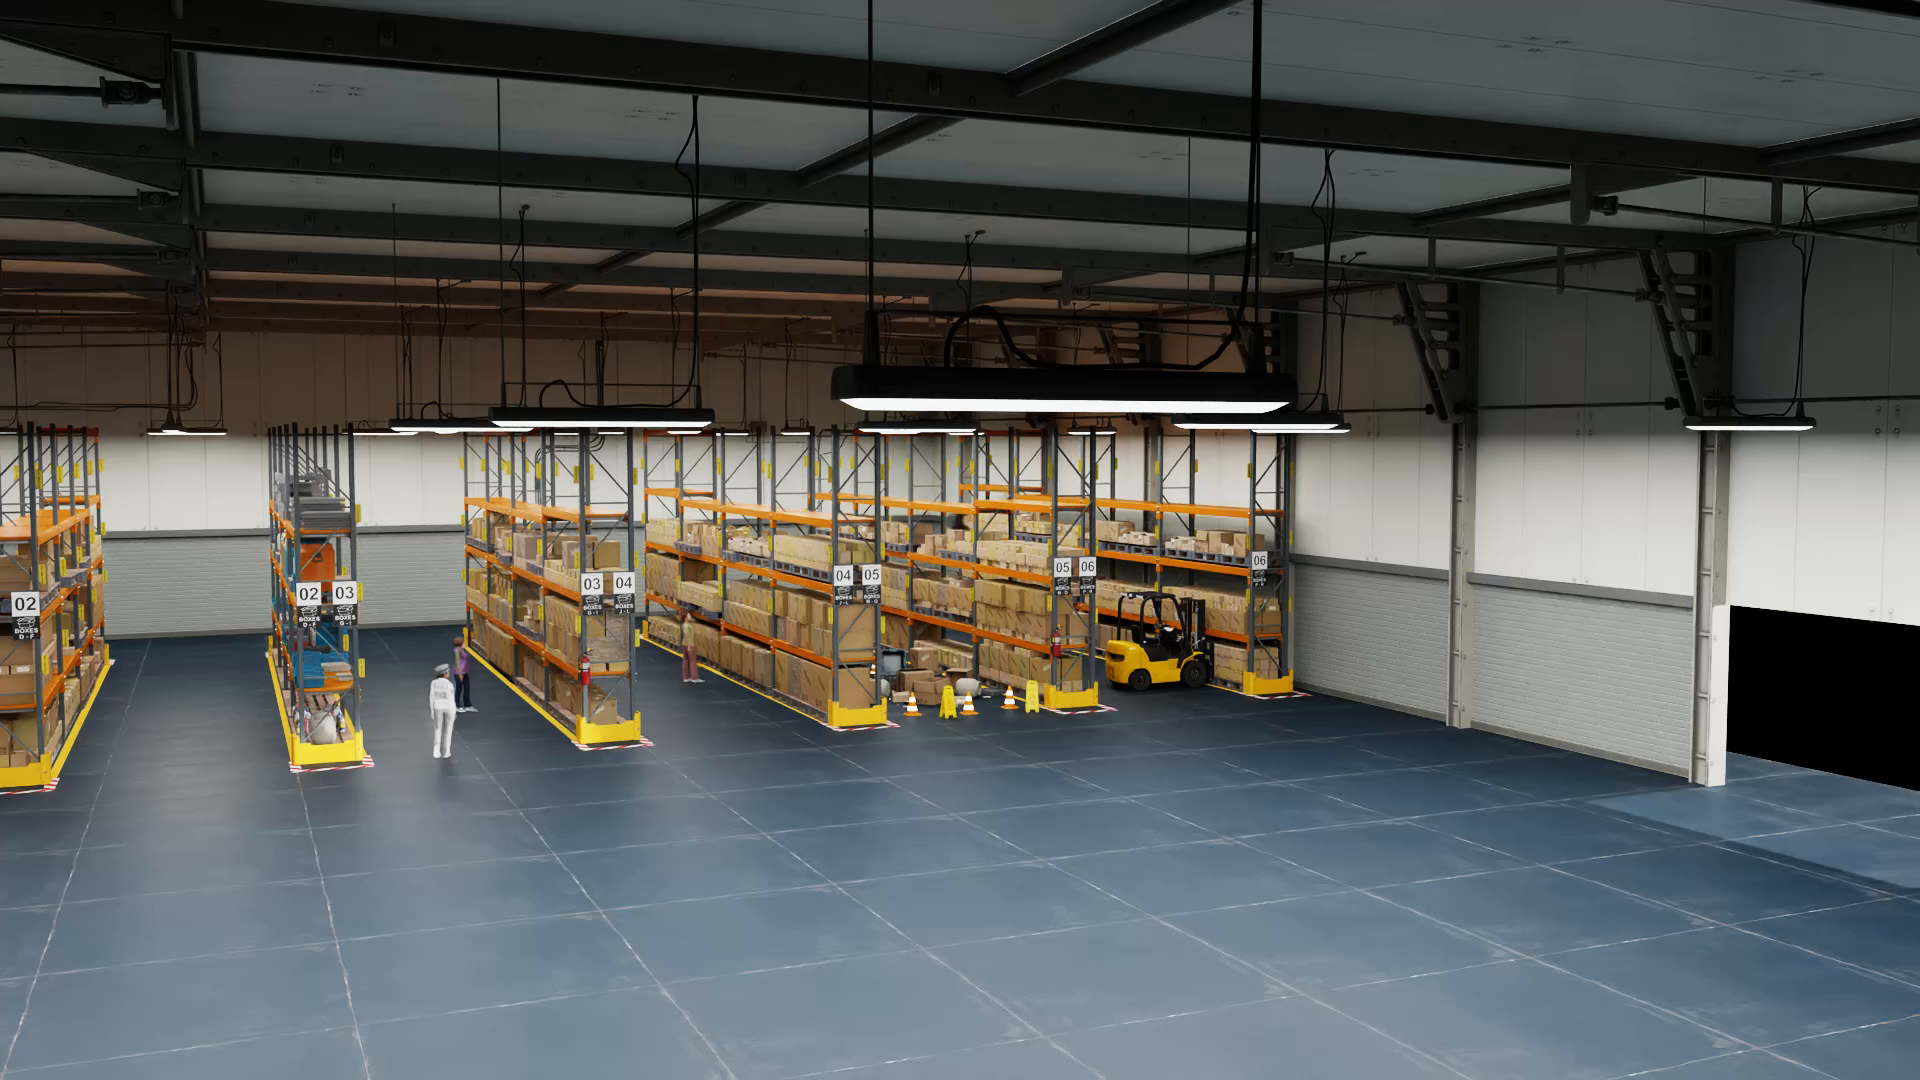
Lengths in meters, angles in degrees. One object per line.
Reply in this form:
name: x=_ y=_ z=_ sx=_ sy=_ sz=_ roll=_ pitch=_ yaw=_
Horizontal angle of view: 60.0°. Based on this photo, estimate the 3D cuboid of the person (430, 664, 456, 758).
person: x=-9.238 y=3.051 z=29.683 sx=0.480 sy=1.681 sz=0.473 roll=0 pitch=3 yaw=-4

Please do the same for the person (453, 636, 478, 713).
person: x=-10.383 y=2.821 z=34.803 sx=0.437 sy=1.606 sz=0.493 roll=1 pitch=4 yaw=10

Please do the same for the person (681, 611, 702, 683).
person: x=-6.323 y=2.505 z=39.065 sx=0.456 sy=1.669 sz=0.500 roll=-2 pitch=4 yaw=-32
